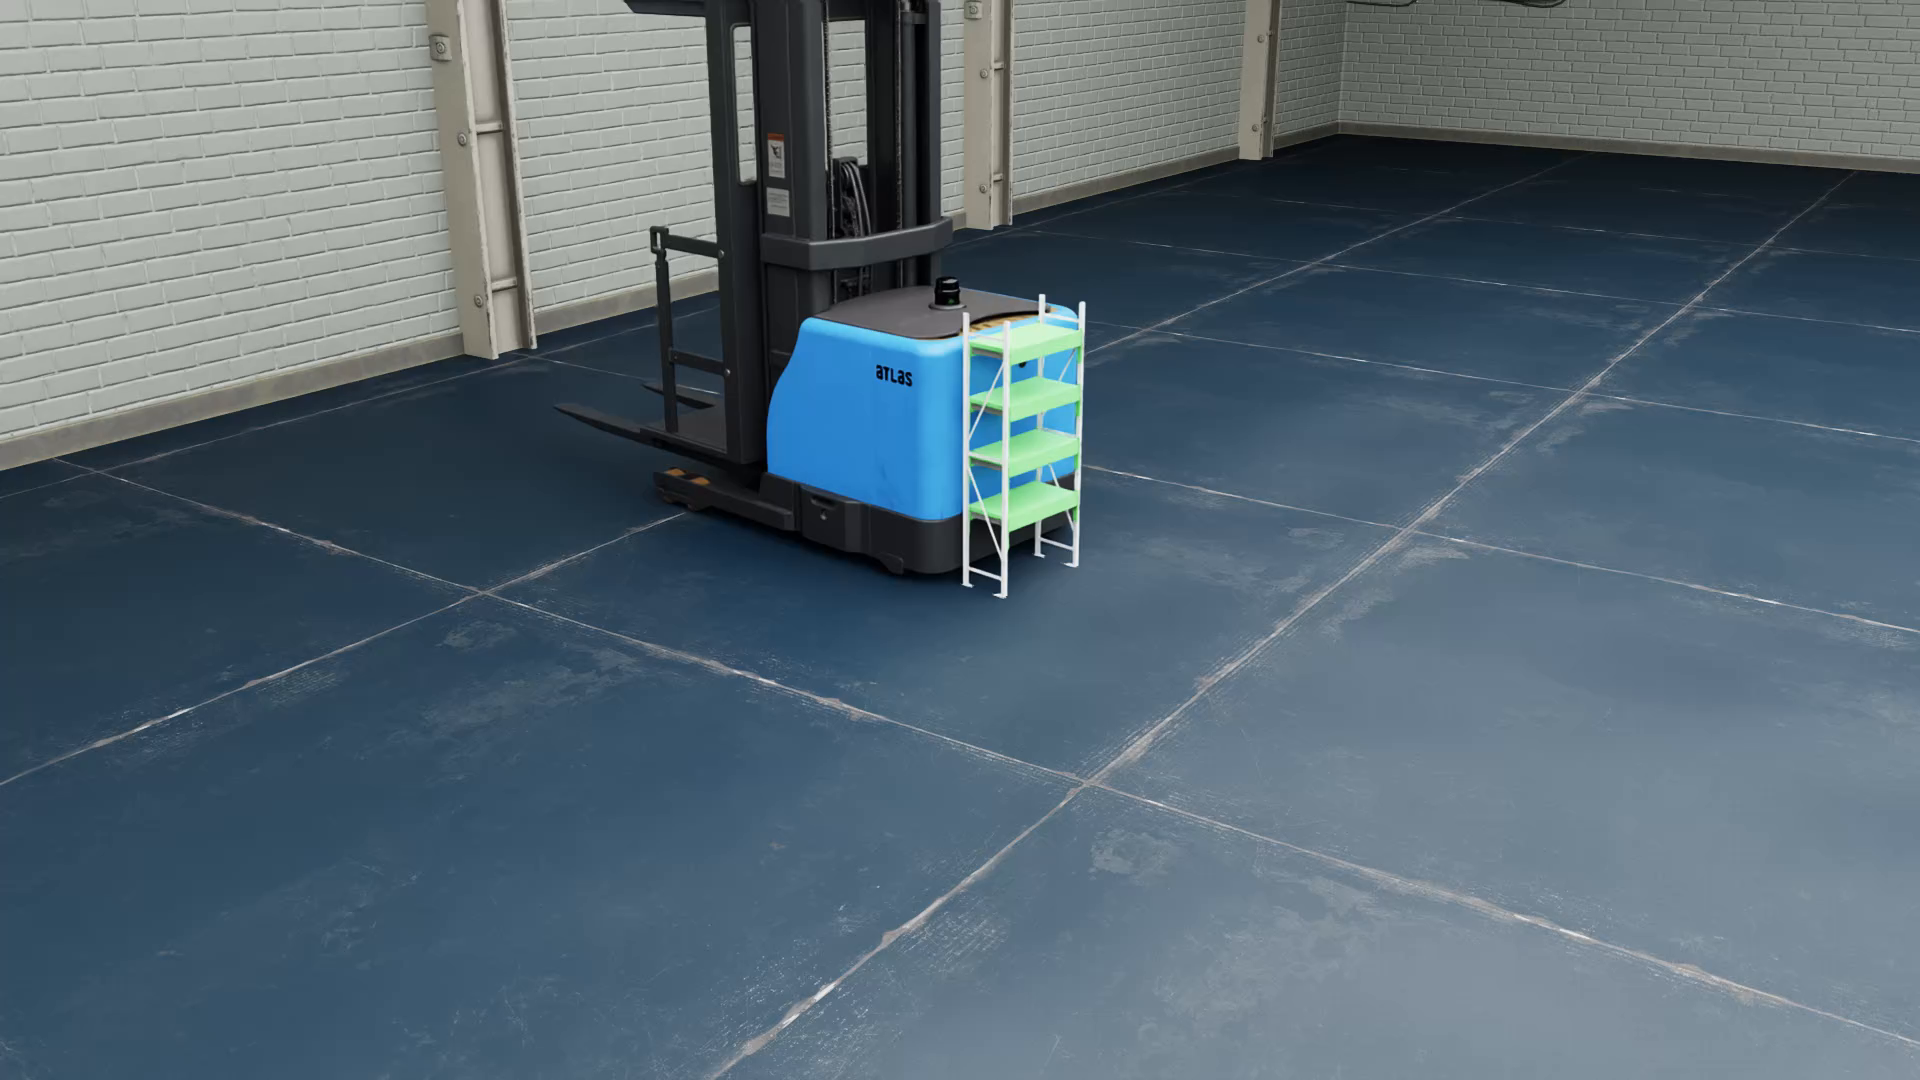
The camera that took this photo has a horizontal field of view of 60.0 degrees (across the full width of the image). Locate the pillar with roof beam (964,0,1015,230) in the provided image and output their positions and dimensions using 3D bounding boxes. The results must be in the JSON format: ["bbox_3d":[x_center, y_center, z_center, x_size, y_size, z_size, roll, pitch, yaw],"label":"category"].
[{"bbox_3d":[3.827,-6.383,12.049,9.100,9.000,0.400,13,24,32],"label":"pillar with roof beam"}]

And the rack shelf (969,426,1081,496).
[{"bbox_3d":[0.270,-0.344,7.149,0.258,0.148,0.480,17,27,39],"label":"rack shelf"}]

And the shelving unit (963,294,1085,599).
[{"bbox_3d":[0.270,-0.404,7.127,0.258,1.200,0.503,17,27,39],"label":"shelving unit"}]

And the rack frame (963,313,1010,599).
[{"bbox_3d":[0.106,-0.341,6.958,0.240,1.200,0.015,17,27,39],"label":"rack frame"}]

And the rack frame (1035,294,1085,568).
[{"bbox_3d":[0.434,-0.467,7.297,0.240,1.200,0.015,17,27,39],"label":"rack frame"}]

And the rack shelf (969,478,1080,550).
[{"bbox_3d":[0.270,-0.119,7.233,0.258,0.148,0.480,17,27,39],"label":"rack shelf"}]

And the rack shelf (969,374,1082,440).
[{"bbox_3d":[0.270,-0.569,7.066,0.258,0.148,0.480,17,27,39],"label":"rack shelf"}]

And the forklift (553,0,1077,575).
[{"bbox_3d":[-0.884,-1.633,7.955,3.031,2.935,1.130,17,27,39],"label":"forklift"}]

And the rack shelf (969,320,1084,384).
[{"bbox_3d":[0.270,-0.794,6.983,0.258,0.148,0.480,17,27,39],"label":"rack shelf"}]

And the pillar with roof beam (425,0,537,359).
[{"bbox_3d":[0.455,-4.661,7.395,9.100,9.000,0.400,13,24,32],"label":"pillar with roof beam"}]

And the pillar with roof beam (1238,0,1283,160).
[{"bbox_3d":[7.200,-8.104,16.703,9.100,9.000,0.400,13,24,32],"label":"pillar with roof beam"}]

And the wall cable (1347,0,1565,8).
[{"bbox_3d":[6.390,-8.075,21.099,3.097,2.526,0.112,13,24,32],"label":"wall cable"}]
